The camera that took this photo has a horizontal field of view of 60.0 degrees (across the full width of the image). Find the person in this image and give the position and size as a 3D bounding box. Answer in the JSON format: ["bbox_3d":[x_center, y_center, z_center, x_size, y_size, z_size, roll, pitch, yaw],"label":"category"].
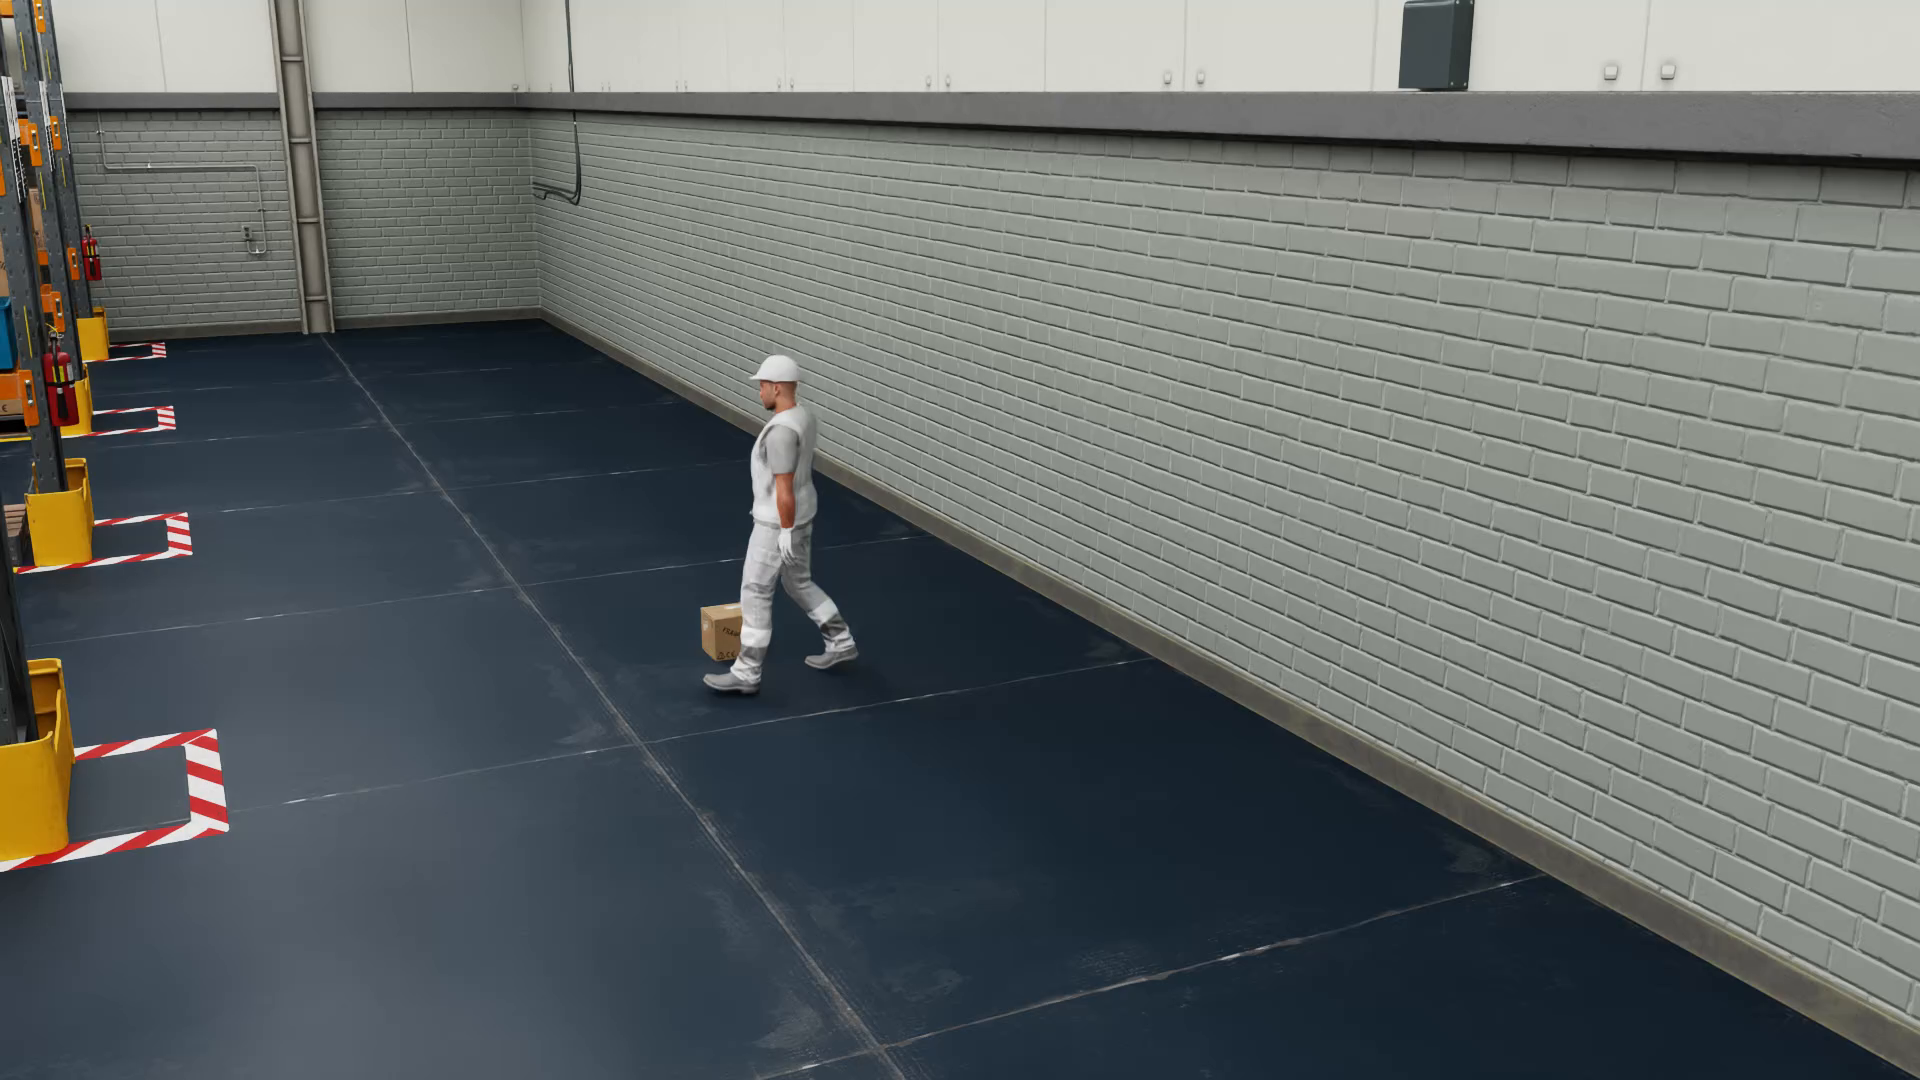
[{"bbox_3d":[-0.963,-0.091,8.799,0.730,1.771,0.565,4,15,13],"label":"person"}]
